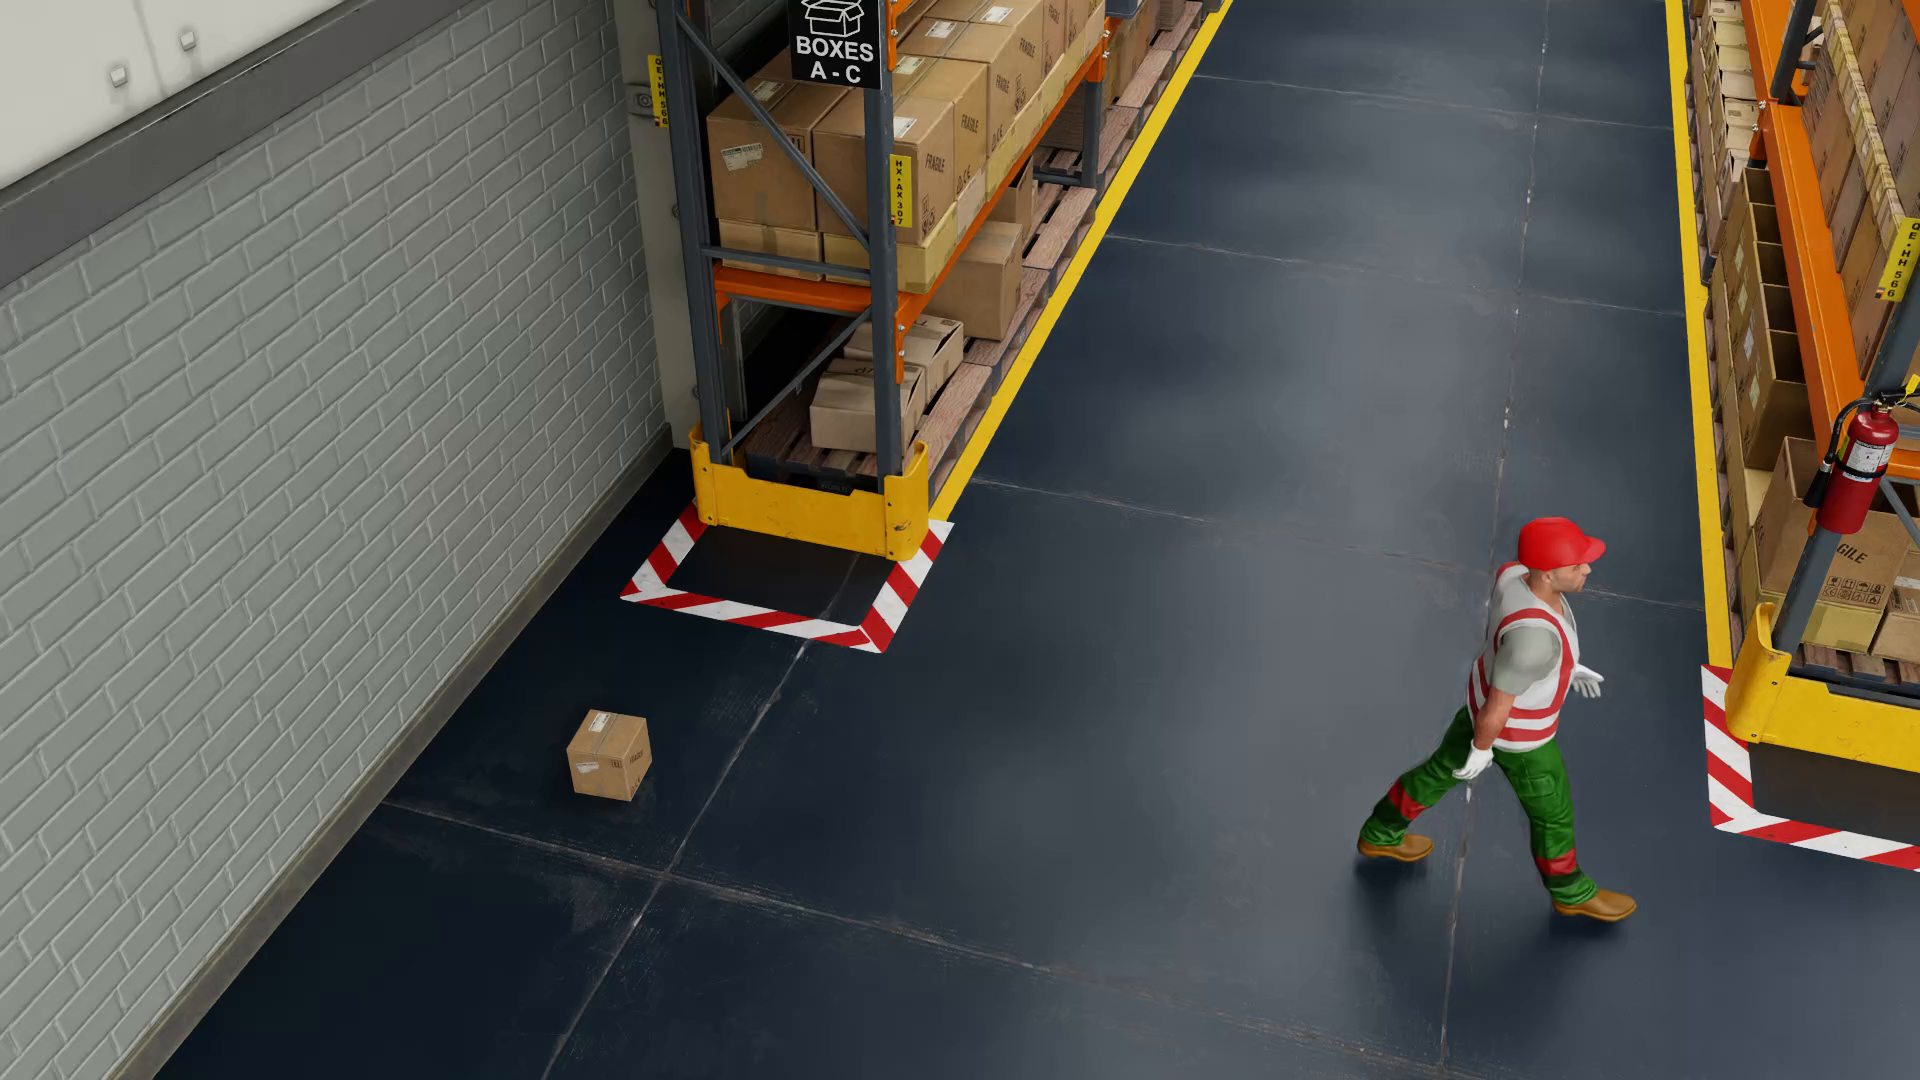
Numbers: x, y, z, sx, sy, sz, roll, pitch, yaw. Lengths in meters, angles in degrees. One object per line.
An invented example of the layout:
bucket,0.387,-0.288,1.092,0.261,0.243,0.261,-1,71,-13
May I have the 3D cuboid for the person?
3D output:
person,2.082,0.628,6.013,1.038,1.733,0.547,5,37,7
